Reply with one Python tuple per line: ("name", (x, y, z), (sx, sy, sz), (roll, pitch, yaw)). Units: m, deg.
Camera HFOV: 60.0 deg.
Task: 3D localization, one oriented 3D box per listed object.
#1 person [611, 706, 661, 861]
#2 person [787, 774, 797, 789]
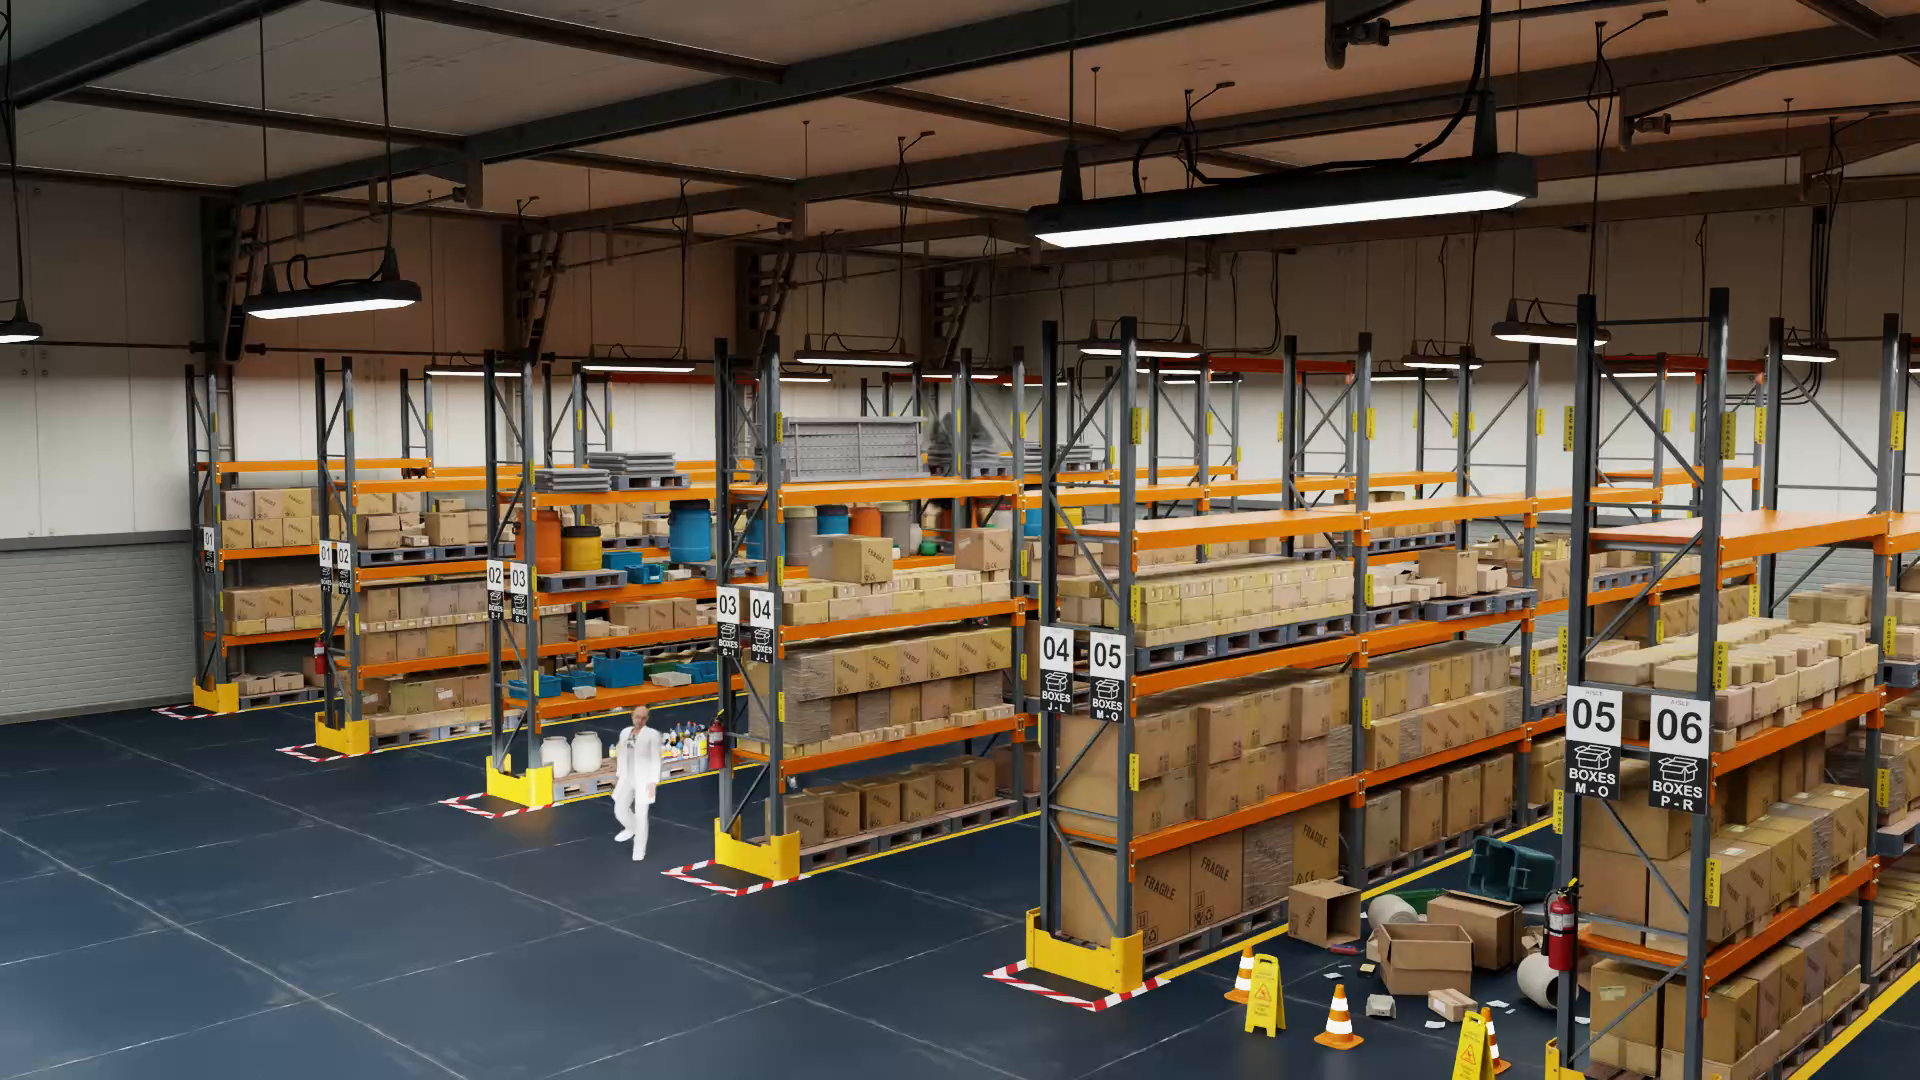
("person", (-3.772, 2.794, 19.387), (0.772, 1.763, 0.665), (2, 5, 19))
("person", (-2.385, 2.694, 22.977), (0.539, 1.430, 0.897), (1, 4, 10))
